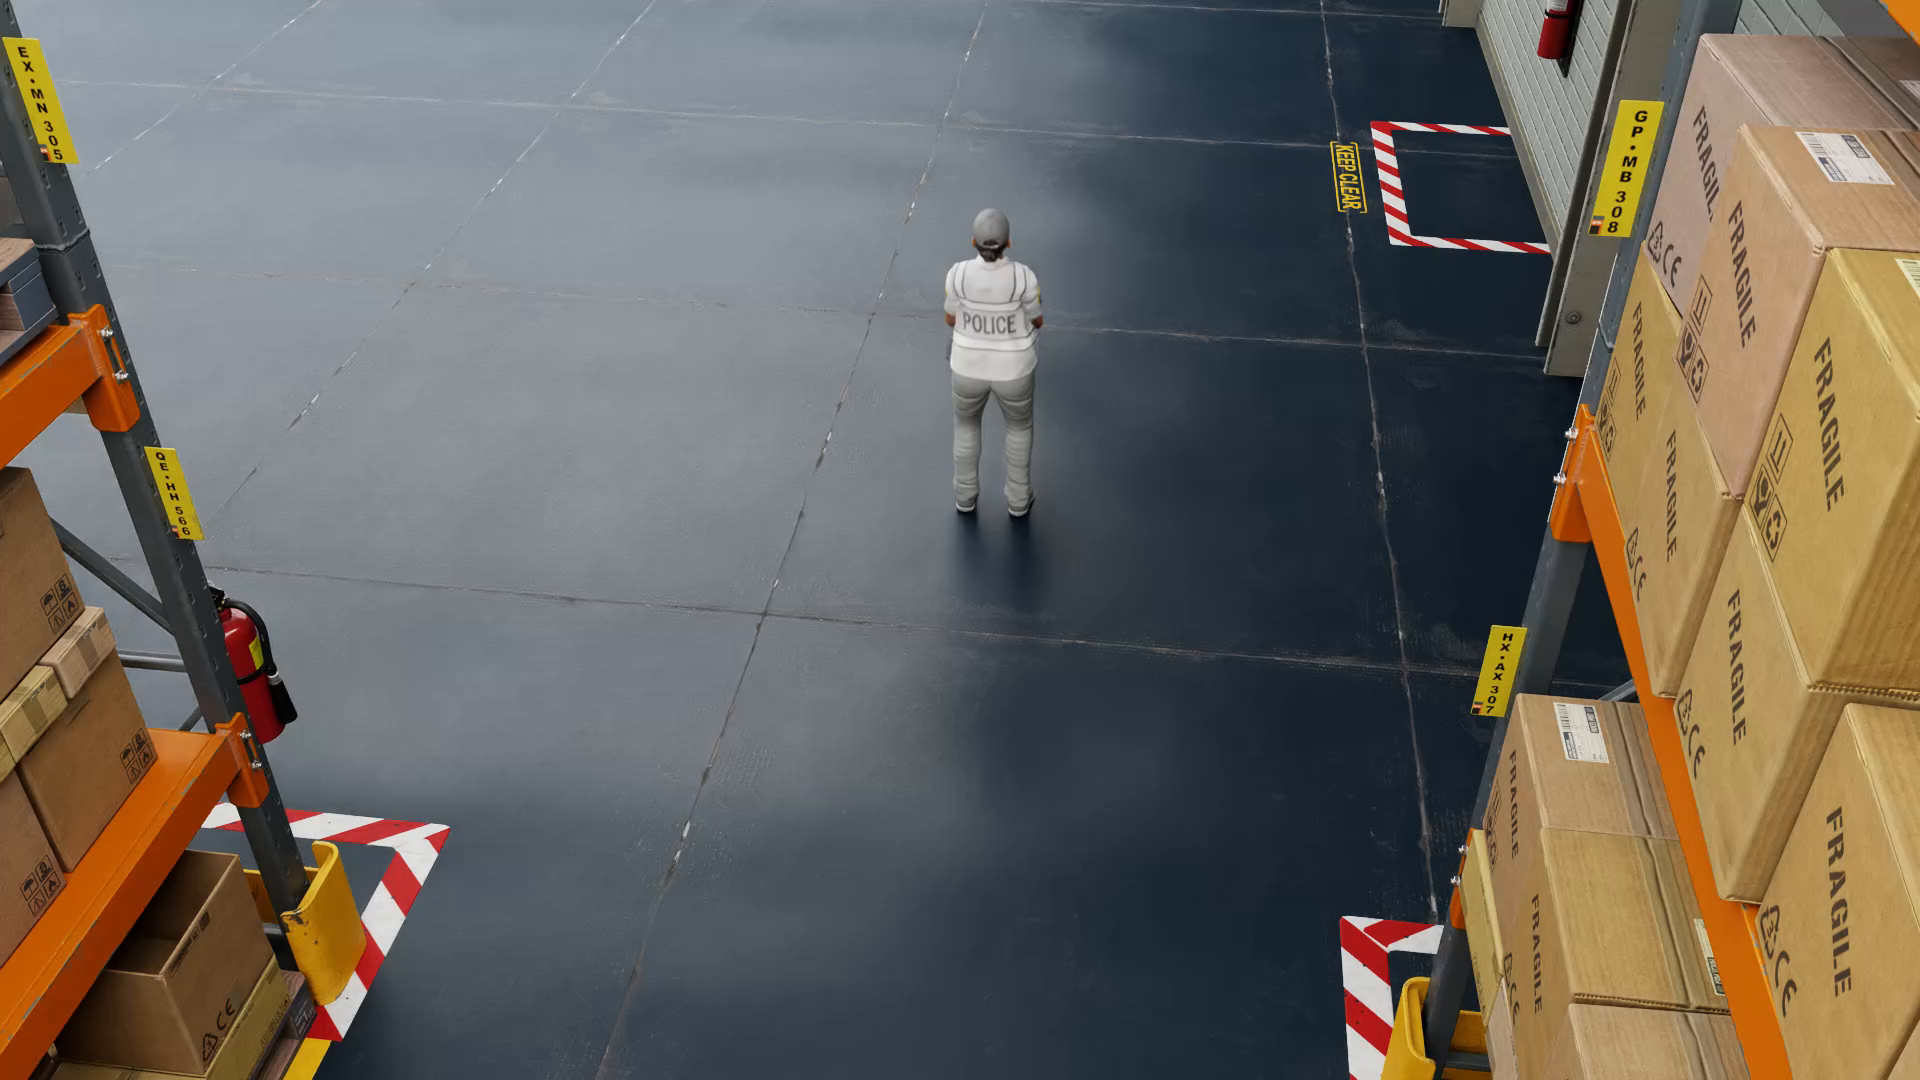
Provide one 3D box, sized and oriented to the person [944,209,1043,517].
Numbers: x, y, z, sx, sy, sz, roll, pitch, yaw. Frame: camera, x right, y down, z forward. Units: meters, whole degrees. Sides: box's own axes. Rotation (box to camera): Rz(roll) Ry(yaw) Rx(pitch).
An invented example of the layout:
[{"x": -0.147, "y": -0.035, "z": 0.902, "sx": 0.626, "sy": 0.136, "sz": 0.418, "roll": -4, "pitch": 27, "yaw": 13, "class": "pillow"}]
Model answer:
[{"x": 0.167, "y": -0.896, "z": 8.250, "sx": 0.476, "sy": 1.666, "sz": 0.531, "roll": 4, "pitch": 37, "yaw": 6, "class": "person"}]
